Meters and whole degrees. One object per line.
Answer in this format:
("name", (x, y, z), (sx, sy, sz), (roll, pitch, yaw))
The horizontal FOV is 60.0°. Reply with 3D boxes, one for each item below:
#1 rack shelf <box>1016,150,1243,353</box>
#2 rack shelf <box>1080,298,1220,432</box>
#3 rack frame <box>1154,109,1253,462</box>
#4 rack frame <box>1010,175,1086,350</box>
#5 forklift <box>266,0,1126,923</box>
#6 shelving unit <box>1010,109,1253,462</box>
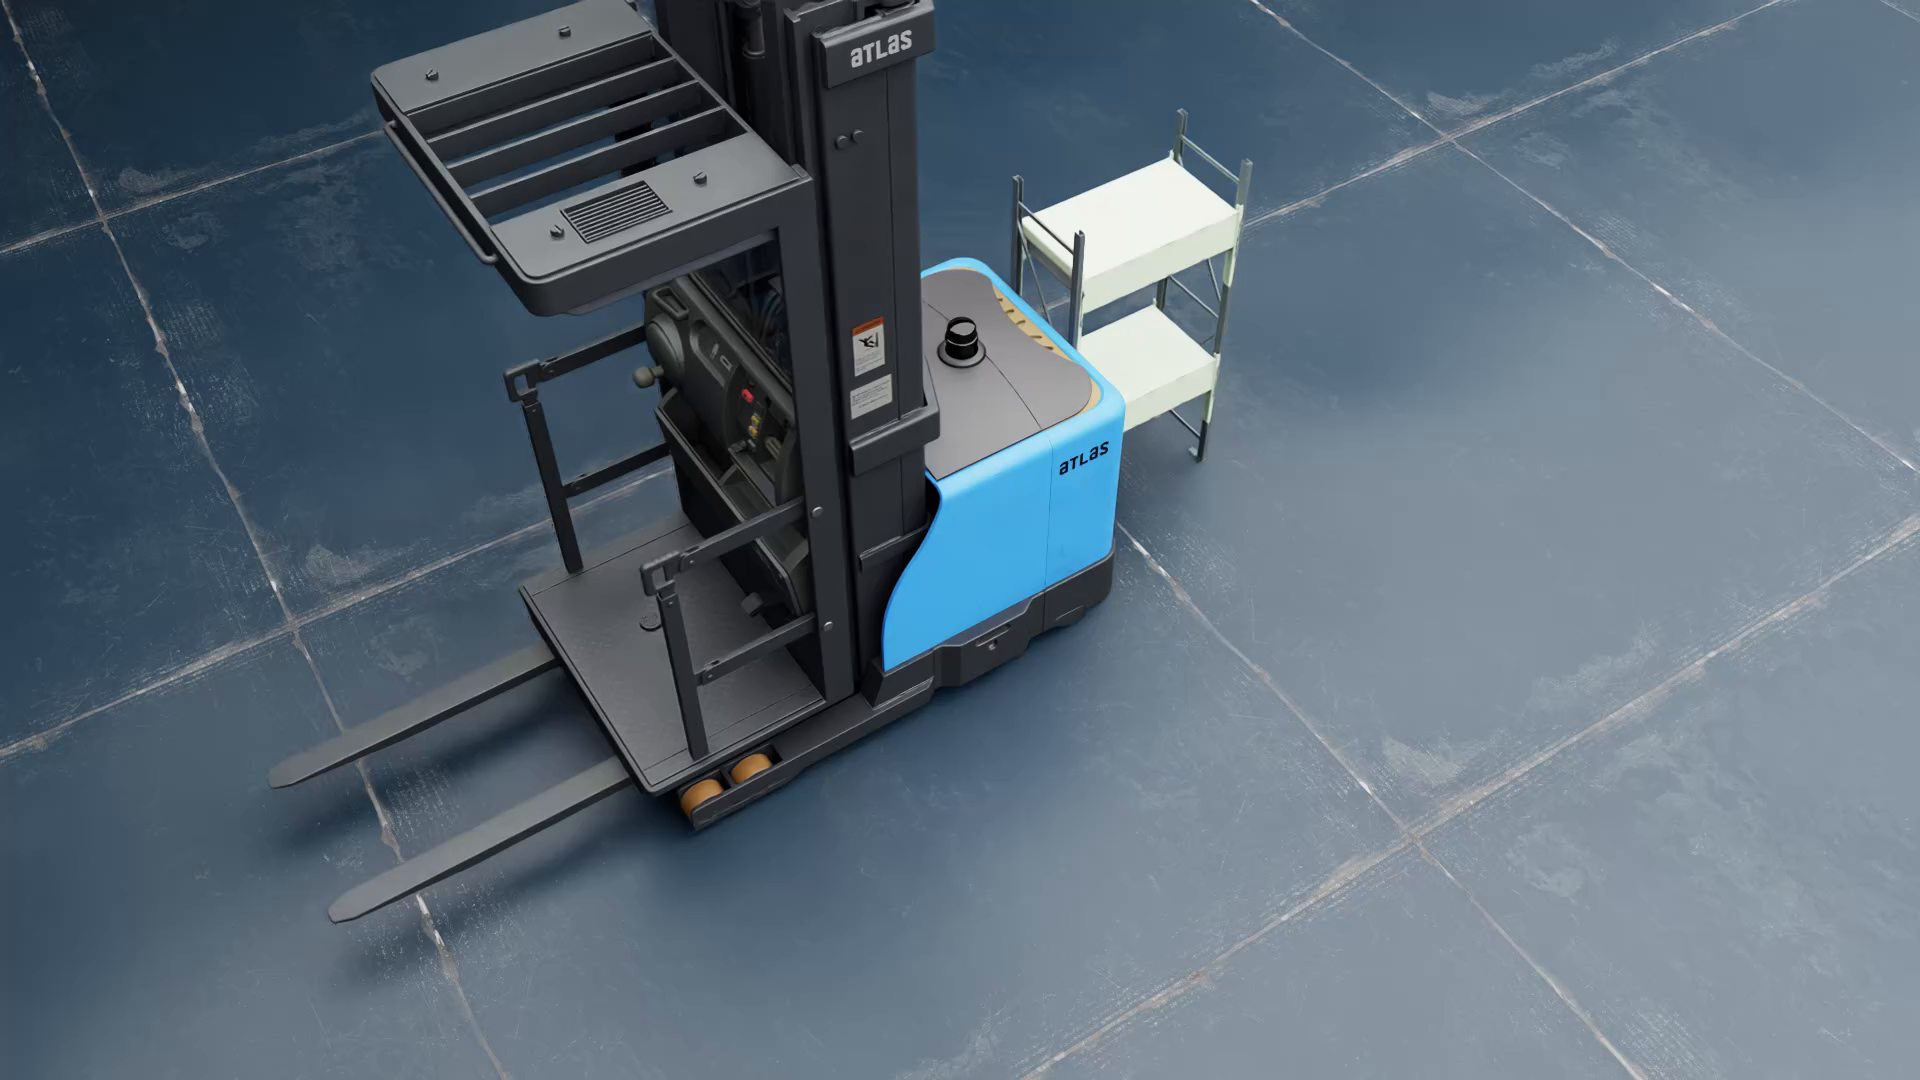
("rack shelf", (0.609, -1.062, 6.114), (0.720, 0.370, 0.431), (-26, 53, -22))
("rack shelf", (0.609, -0.585, 6.649), (0.720, 0.370, 0.431), (-26, 53, -22))
("rack frame", (0.914, -0.953, 6.540), (0.023, 1.500, 0.400), (-26, 53, -22))
("rack frame", (0.304, -0.651, 6.271), (0.023, 1.500, 0.400), (-26, 53, -22))
("forklift", (-0.925, -0.435, 5.120), (3.031, 2.935, 1.130), (-26, 53, -22))
("shelving unit", (0.609, -0.802, 6.405), (0.755, 1.500, 0.431), (-26, 53, -22))
